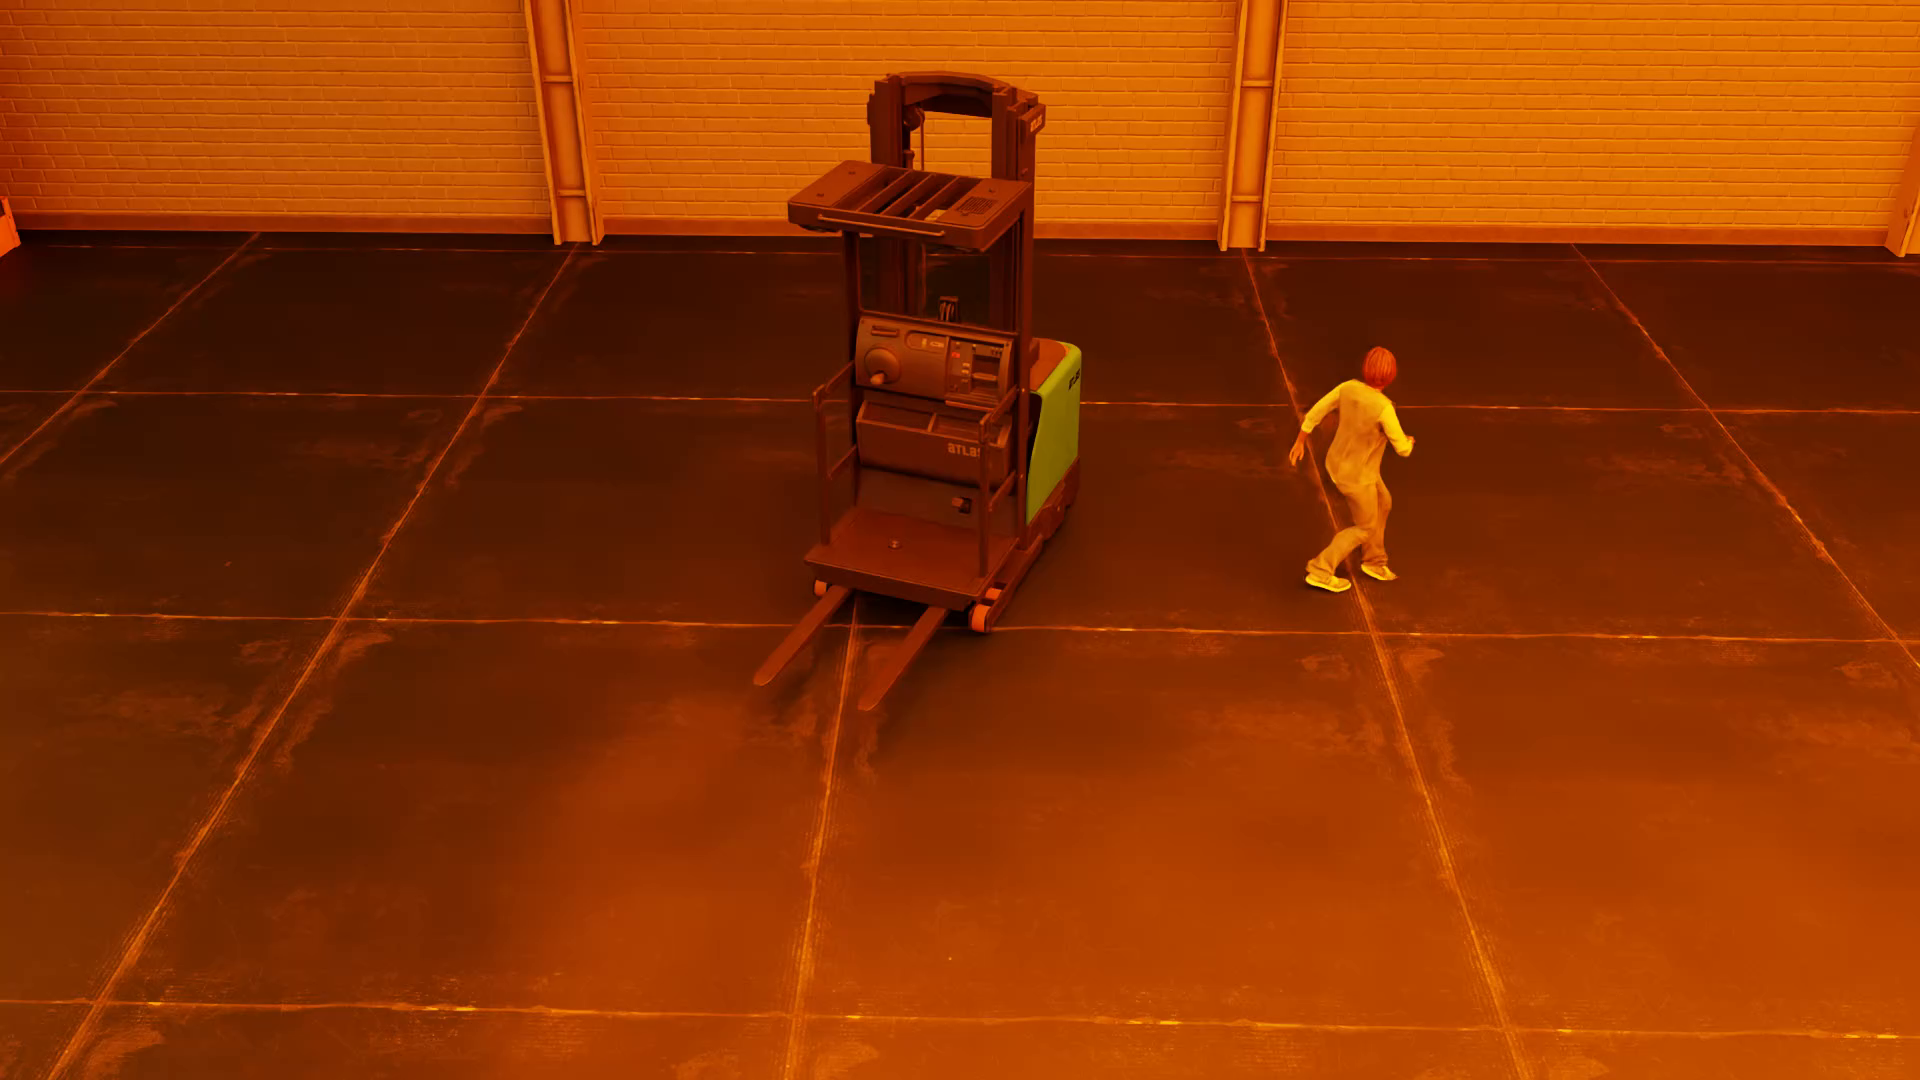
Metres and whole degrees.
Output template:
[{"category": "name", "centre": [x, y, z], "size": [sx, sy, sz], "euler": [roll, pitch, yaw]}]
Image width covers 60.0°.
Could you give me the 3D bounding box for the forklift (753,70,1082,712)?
[{"category": "forklift", "centre": [-0.230, -0.966, 9.252], "size": [1.130, 2.935, 3.031], "euler": [11, 32, 18]}]

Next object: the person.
[{"category": "person", "centre": [2.320, -0.373, 9.682], "size": [0.726, 1.573, 0.476], "euler": [-5, 31, -9]}]
